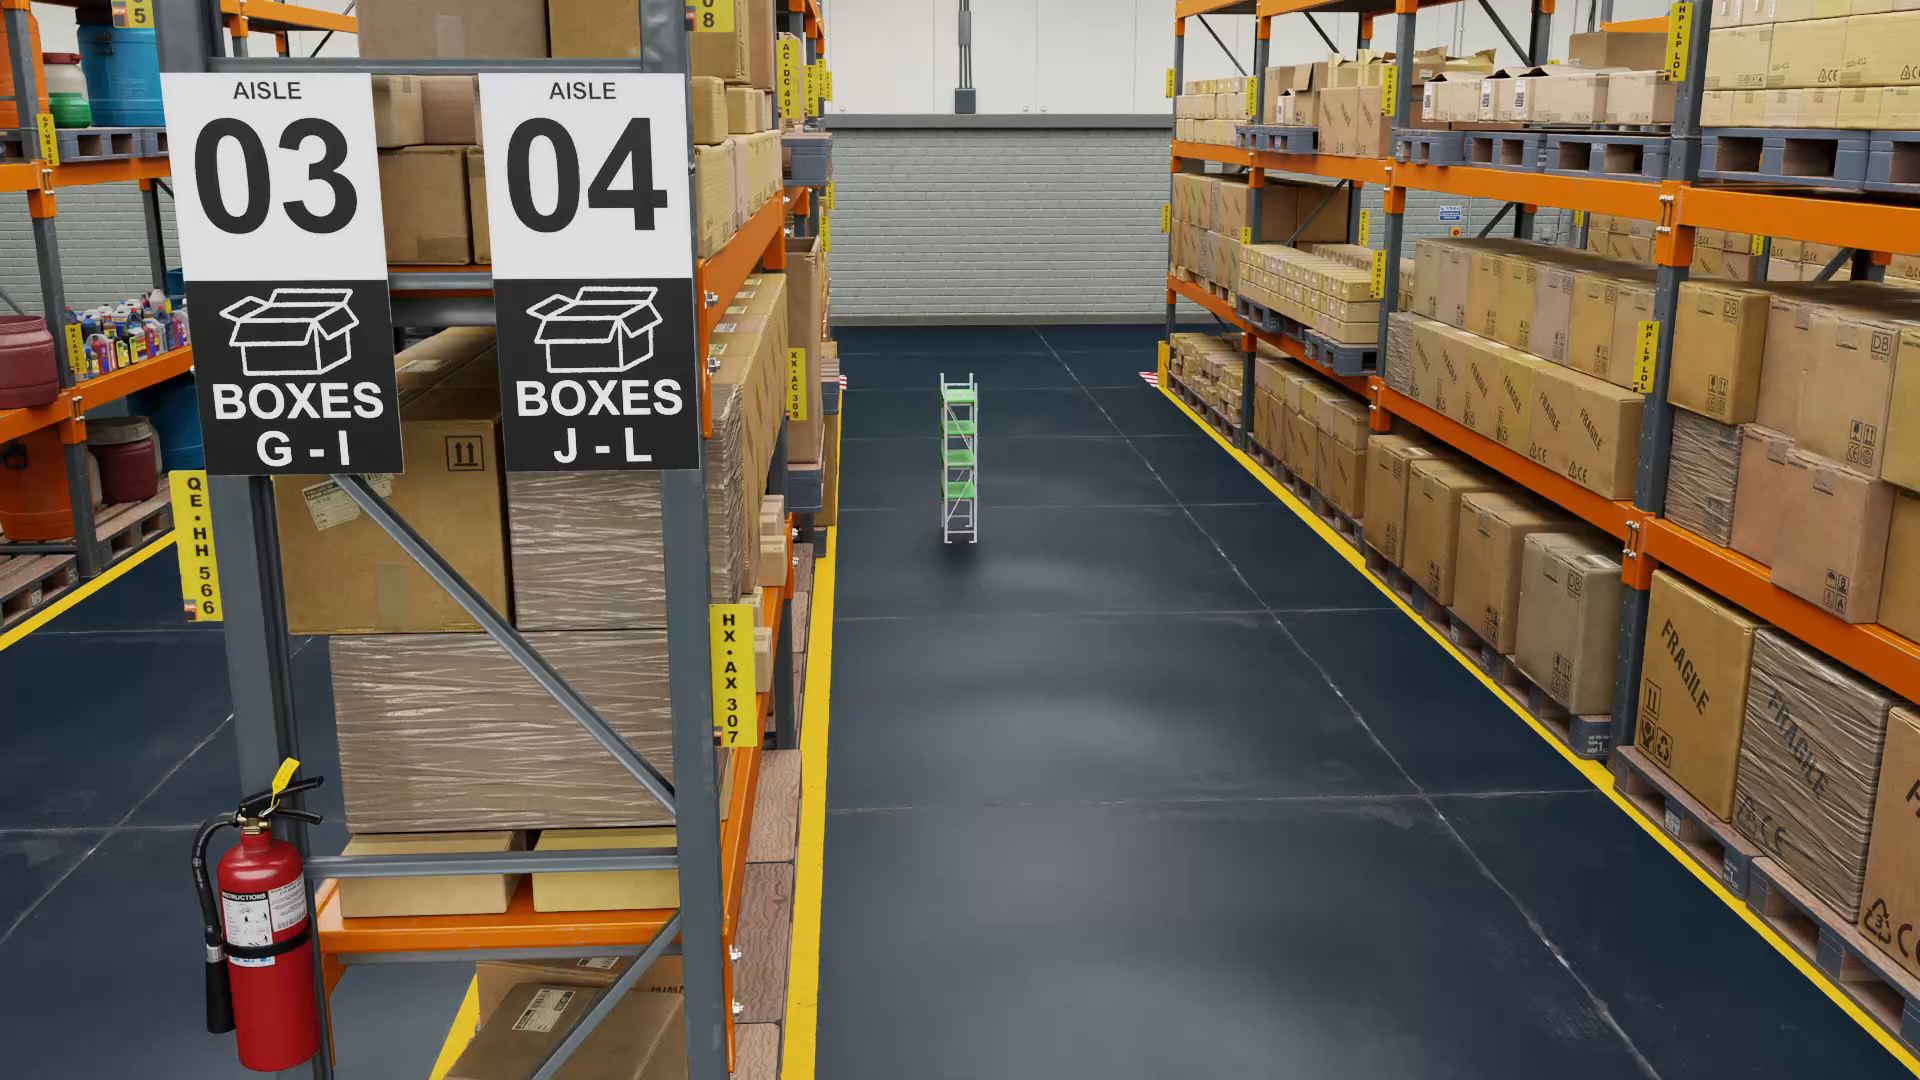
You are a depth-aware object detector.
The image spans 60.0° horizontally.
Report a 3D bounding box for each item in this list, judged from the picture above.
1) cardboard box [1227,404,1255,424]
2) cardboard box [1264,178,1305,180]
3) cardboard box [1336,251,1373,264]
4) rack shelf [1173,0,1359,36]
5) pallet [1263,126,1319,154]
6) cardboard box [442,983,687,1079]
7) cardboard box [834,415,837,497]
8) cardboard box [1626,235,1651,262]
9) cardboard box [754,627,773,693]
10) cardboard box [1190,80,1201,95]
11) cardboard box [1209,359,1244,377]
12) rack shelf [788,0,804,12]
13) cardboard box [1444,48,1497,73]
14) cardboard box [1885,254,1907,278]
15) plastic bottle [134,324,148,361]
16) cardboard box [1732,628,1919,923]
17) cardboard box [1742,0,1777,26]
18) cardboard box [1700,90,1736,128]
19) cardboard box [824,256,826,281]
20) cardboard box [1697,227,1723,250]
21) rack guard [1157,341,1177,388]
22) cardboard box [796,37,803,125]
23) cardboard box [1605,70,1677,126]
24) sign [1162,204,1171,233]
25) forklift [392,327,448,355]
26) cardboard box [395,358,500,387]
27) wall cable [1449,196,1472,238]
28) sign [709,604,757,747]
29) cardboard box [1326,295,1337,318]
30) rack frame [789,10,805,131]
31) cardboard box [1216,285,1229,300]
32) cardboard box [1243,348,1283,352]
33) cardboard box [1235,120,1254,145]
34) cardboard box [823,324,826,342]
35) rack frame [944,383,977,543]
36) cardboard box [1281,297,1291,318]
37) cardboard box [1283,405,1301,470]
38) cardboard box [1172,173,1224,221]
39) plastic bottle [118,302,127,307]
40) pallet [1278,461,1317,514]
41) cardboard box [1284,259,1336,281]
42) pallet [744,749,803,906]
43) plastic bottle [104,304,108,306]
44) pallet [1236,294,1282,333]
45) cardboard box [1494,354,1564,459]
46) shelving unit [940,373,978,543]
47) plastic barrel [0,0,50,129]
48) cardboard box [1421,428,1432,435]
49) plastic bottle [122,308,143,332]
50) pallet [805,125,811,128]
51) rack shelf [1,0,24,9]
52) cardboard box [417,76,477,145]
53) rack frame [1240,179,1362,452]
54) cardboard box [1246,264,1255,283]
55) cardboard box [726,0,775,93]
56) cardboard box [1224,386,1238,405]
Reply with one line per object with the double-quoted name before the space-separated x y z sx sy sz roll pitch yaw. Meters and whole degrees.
"cardboard box" 2.811 -1.227 16.153 0.380 0.149 0.250 -1 14 -3
"cardboard box" 3.313 -3.487 17.253 0.500 0.500 0.500 -1 14 -5
"cardboard box" 3.443 -2.388 14.257 0.380 0.149 0.250 -1 14 -4
"rack shelf" 3.052 -5.364 16.767 1.077 0.370 4.000 -1 14 -3
"pallet" 3.175 -3.260 13.535 1.213 0.211 1.003 -1 14 -3
"cardboard box" -1.060 1.576 4.556 0.500 0.500 0.500 2 15 7
"cardboard box" -1.603 -0.834 13.168 1.225 0.875 0.875 -1 14 -3
"cardboard box" 7.678 -3.081 18.279 0.500 0.500 0.500 -1 14 -4
"cardboard box" -0.813 0.397 5.469 0.380 0.149 0.250 -1 14 -3
"cardboard box" 2.677 -4.845 17.815 0.380 0.149 0.250 -1 14 -3
"cardboard box" 2.769 -1.763 17.045 0.380 0.149 0.250 -2 15 -6
"rack shelf" -1.409 -3.131 8.884 1.077 0.370 4.000 -1 14 -3
"cardboard box" 3.642 -3.422 12.049 0.396 0.266 0.258 -1 14 -3
"cardboard box" 7.976 -2.453 13.832 0.500 0.500 0.500 -1 14 -4
"plastic bottle" -6.218 -1.498 12.588 0.097 0.271 0.097 0 14 0
"cardboard box" 3.700 0.885 6.488 0.875 0.875 0.875 -1 14 -3
"cardboard box" 3.372 -2.132 6.633 0.380 0.149 0.250 -1 14 -4
"cardboard box" 3.355 -1.809 6.979 0.380 0.149 0.250 -1 14 -4
"cardboard box" -1.612 -2.705 16.724 0.500 0.250 0.500 -1 14 -2
"cardboard box" 7.782 -3.185 16.679 0.500 0.500 0.500 -1 14 -4
"rack guard" 2.933 -2.077 19.596 1.175 0.500 0.348 -1 14 -3
"cardboard box" -1.211 -2.767 10.035 0.500 0.500 0.500 -1 14 -4
"cardboard box" 3.468 -2.127 8.012 0.500 0.250 0.500 -1 14 -3
"sign" 2.386 -3.717 19.217 0.100 0.325 0.005 -1 14 -3
"forklift" -3.398 -1.229 11.422 1.130 2.935 3.031 -1 14 -2
"cardboard box" -1.355 -0.210 4.518 0.500 0.500 0.500 -1 14 -3
"wall cable" 7.489 -5.317 25.071 0.585 1.953 0.123 -1 14 -3
"sign" -0.496 0.296 3.617 0.100 0.325 0.005 -1 14 -3
"cardboard box" 2.920 -1.725 12.275 0.380 0.149 0.250 0 14 -1
"rack frame" -1.533 -4.171 10.677 1.000 3.000 0.127 -1 14 -3
"cardboard box" 2.805 -2.519 16.800 0.380 0.149 0.250 -2 15 -6
"cardboard box" 3.245 -1.965 17.829 0.380 0.149 0.250 -1 14 -5
"cardboard box" 2.876 -3.810 15.594 0.500 0.250 0.500 -1 14 -2
"cardboard box" -1.742 -1.600 16.147 0.875 0.875 0.875 -1 14 -3
"rack frame" 0.005 -0.562 12.301 0.240 1.200 0.015 -1 14 -3
"cardboard box" 2.840 -1.901 13.556 0.380 0.149 0.250 -2 15 -6
"cardboard box" 3.037 -0.855 14.003 0.500 0.500 0.500 -1 14 -2
"cardboard box" 2.691 -3.867 18.734 0.500 0.500 0.500 -1 14 -4
"plastic bottle" -7.074 -1.880 14.072 0.097 0.271 0.097 0 14 0
"pallet" 3.304 -0.464 13.904 1.003 0.211 1.213 -1 14 -3
"cardboard box" 2.842 -2.188 13.478 0.380 0.149 0.250 0 14 -2
"pallet" -1.208 1.246 7.259 1.003 0.211 1.213 -1 14 -3
"plastic bottle" -7.073 -1.809 13.770 0.061 0.283 0.133 -1 14 -3
"pallet" 3.078 -2.026 14.768 1.003 0.211 1.213 -1 14 -3
"cardboard box" 3.310 -0.748 9.211 0.500 0.500 0.500 -1 14 -3
"shelving unit" -0.010 -0.622 12.537 0.258 1.200 0.503 -1 14 -3
"plastic barrel" -6.509 -3.194 11.197 0.600 0.830 0.708 -1 14 -3
"cardboard box" 3.622 -0.848 12.472 0.500 0.250 0.500 -2 15 -6
"plastic bottle" -6.416 -1.627 12.927 0.144 0.351 0.185 -1 14 -3
"pallet" -1.675 -3.393 14.058 0.805 0.209 1.217 -1 15 -6
"rack shelf" -6.353 -3.055 8.587 1.077 0.370 4.000 -1 14 -3
"cardboard box" -1.265 -0.980 3.796 0.380 0.149 0.250 -1 14 -5
"rack frame" 3.176 -2.312 15.491 1.000 3.000 0.127 -1 14 -3
"cardboard box" 2.759 -2.368 14.774 0.380 0.149 0.250 -1 14 -5
"cardboard box" -1.003 -2.050 6.653 0.500 0.500 0.500 -1 14 -5
"cardboard box" 2.810 -1.419 16.303 0.380 0.149 0.250 -2 15 -6
